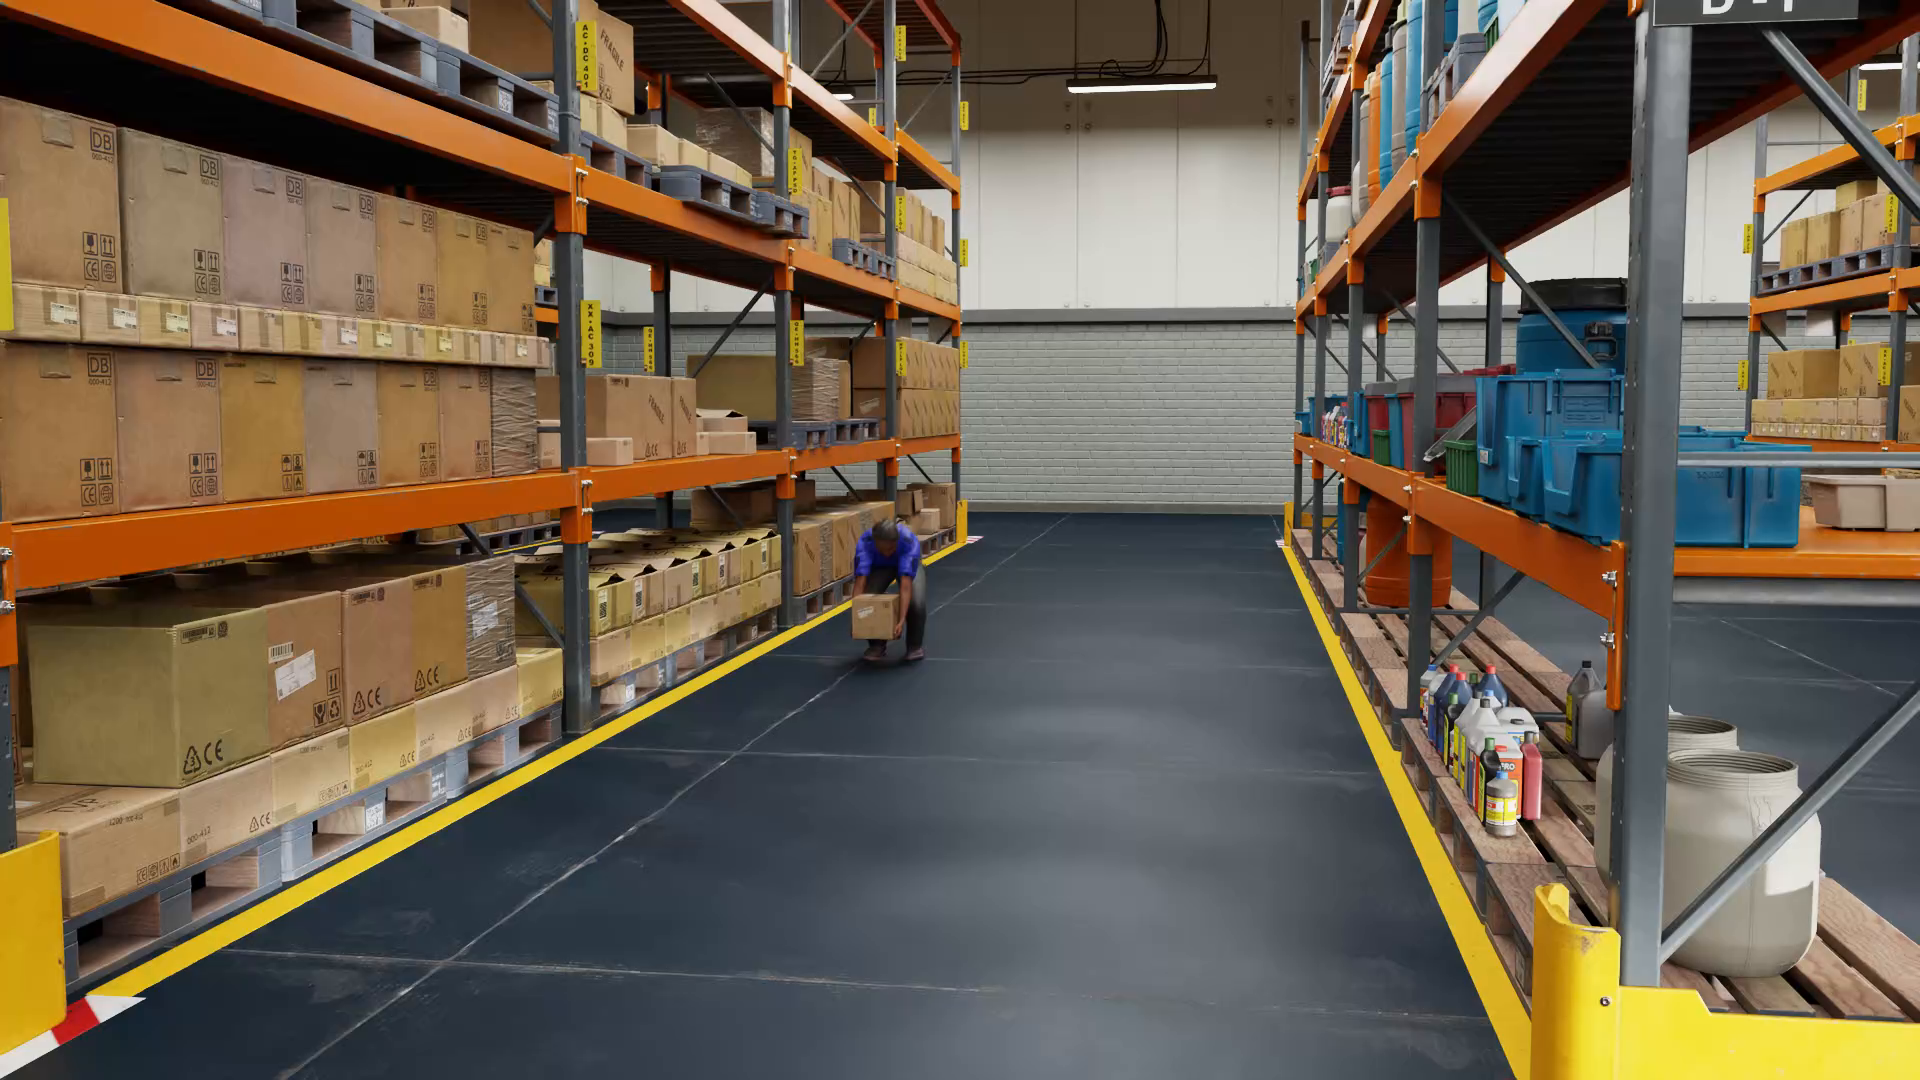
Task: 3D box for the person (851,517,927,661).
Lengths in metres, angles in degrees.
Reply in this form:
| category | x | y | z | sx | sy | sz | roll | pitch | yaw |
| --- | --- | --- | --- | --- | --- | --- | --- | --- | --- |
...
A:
| category | x | y | z | sx | sy | sz | roll | pitch | yaw |
| --- | --- | --- | --- | --- | --- | --- | --- | --- | --- |
| person | -0.442 | 0.310 | 10.612 | 0.463 | 0.940 | 0.854 | 1 | 5 | 7 |
